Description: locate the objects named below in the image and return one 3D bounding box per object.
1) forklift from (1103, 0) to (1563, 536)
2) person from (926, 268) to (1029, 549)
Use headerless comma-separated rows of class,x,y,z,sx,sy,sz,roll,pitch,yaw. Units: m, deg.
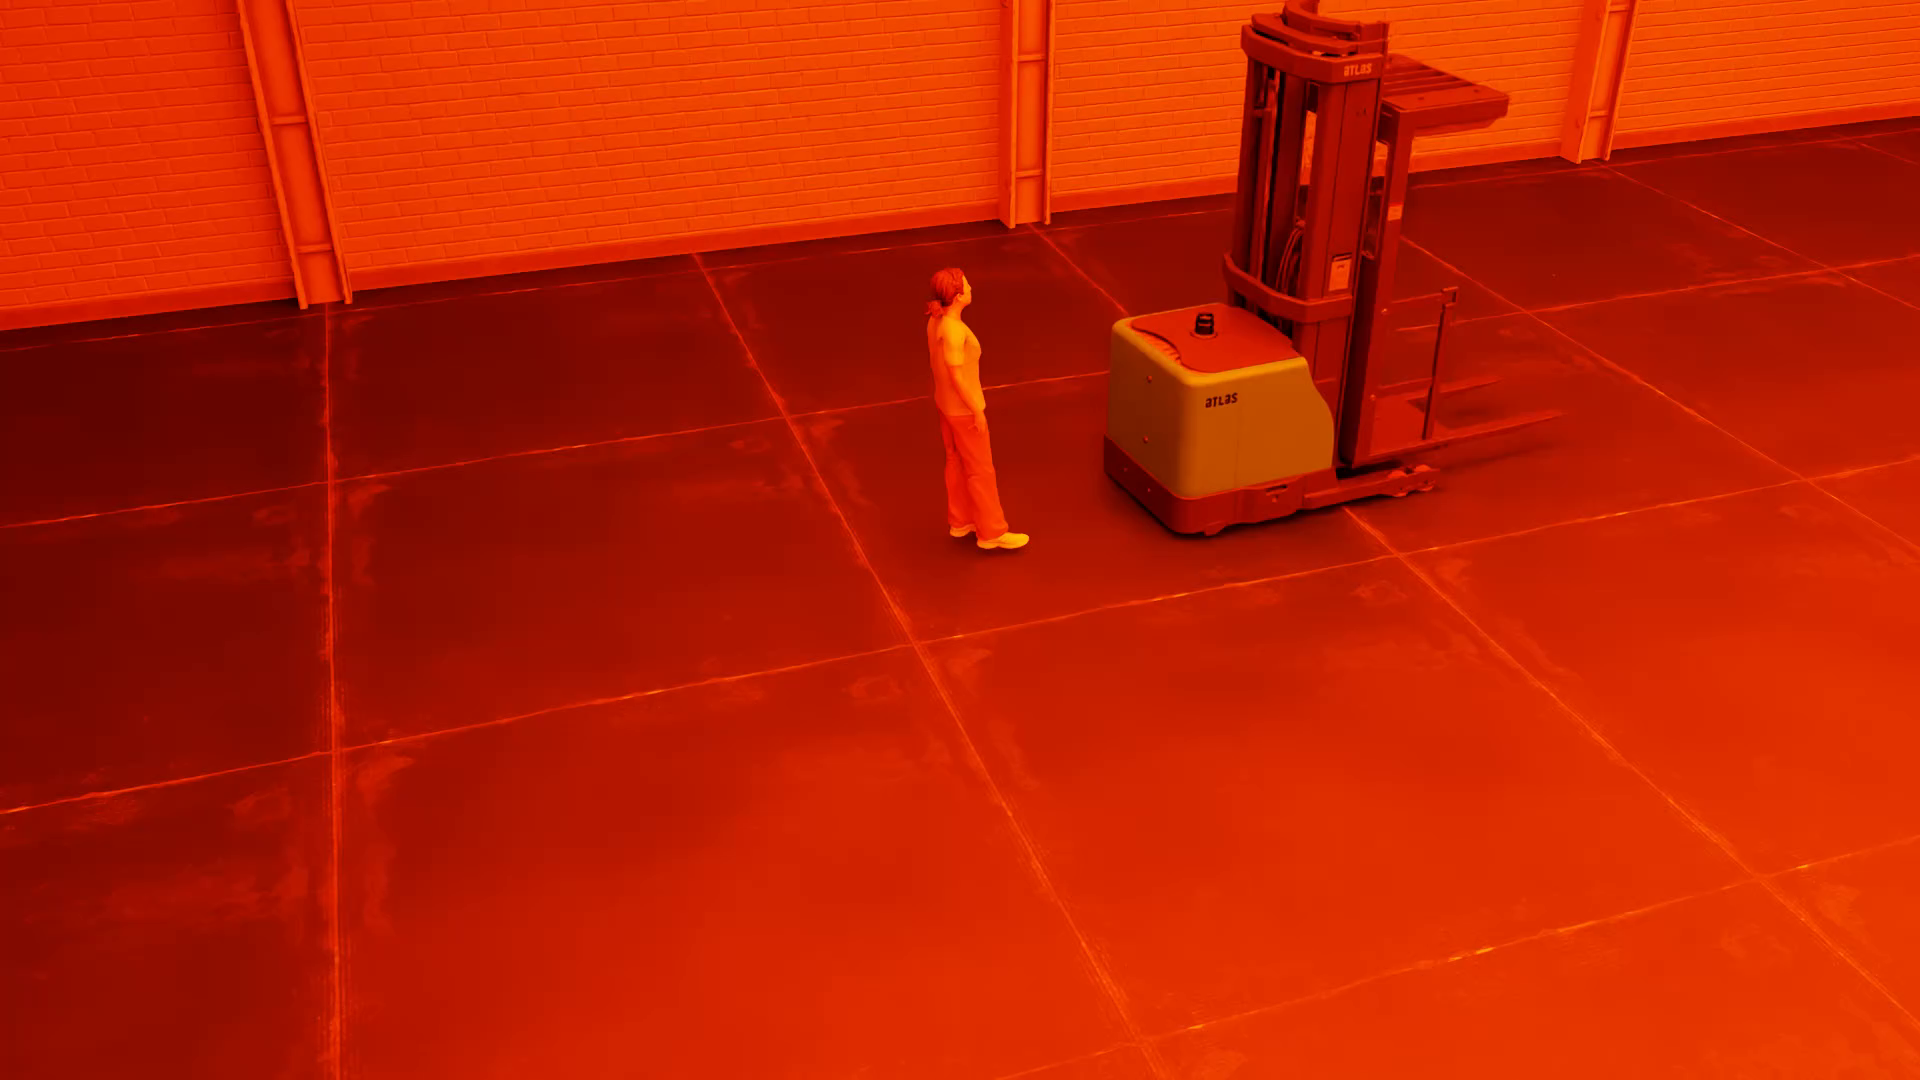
forklift,2.484,-1.767,10.159,3.031,2.935,1.130,-12,32,-20
person,0.074,-0.774,9.595,0.547,1.673,0.553,-10,31,-16
